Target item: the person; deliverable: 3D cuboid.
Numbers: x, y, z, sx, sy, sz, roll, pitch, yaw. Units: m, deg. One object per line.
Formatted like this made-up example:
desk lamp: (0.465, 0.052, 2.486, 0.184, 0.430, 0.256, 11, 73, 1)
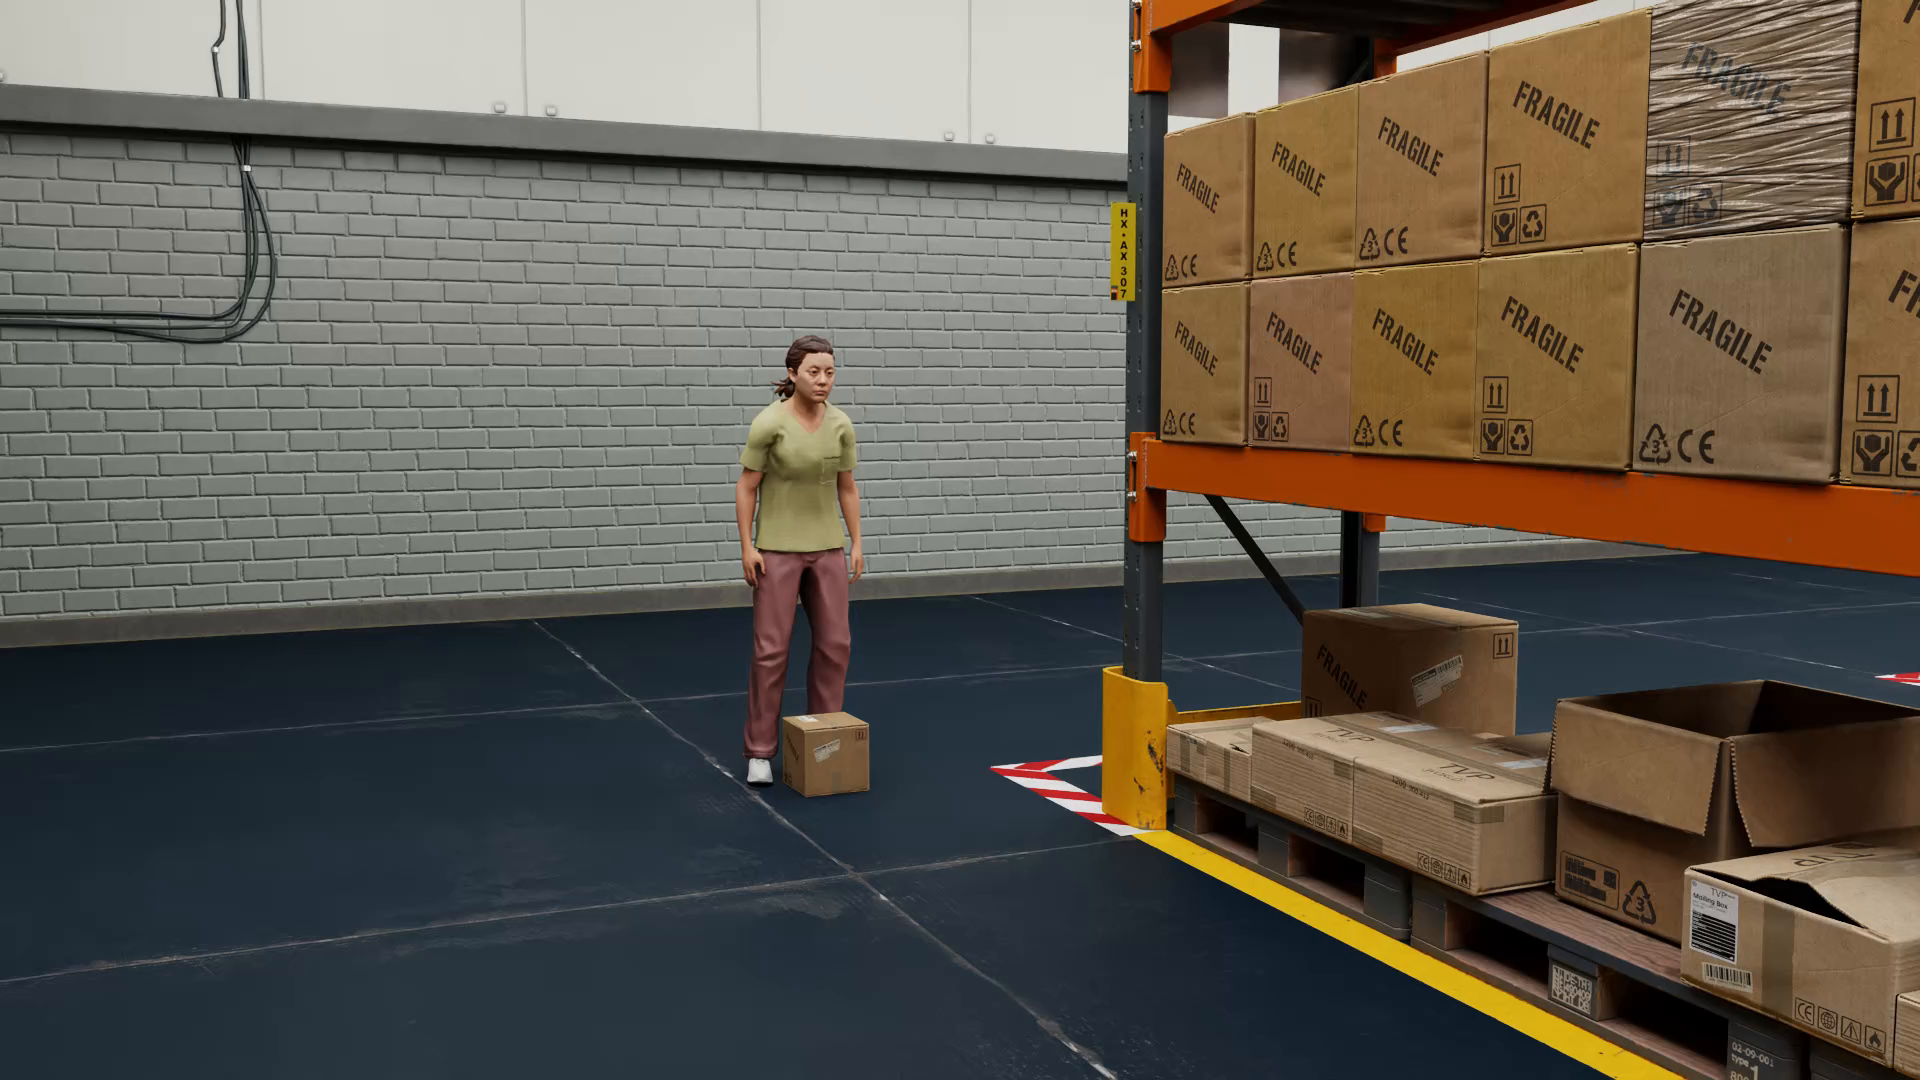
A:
person: (-0.598, 0.062, 6.316, 0.521, 1.672, 0.359, -3, 6, -27)
